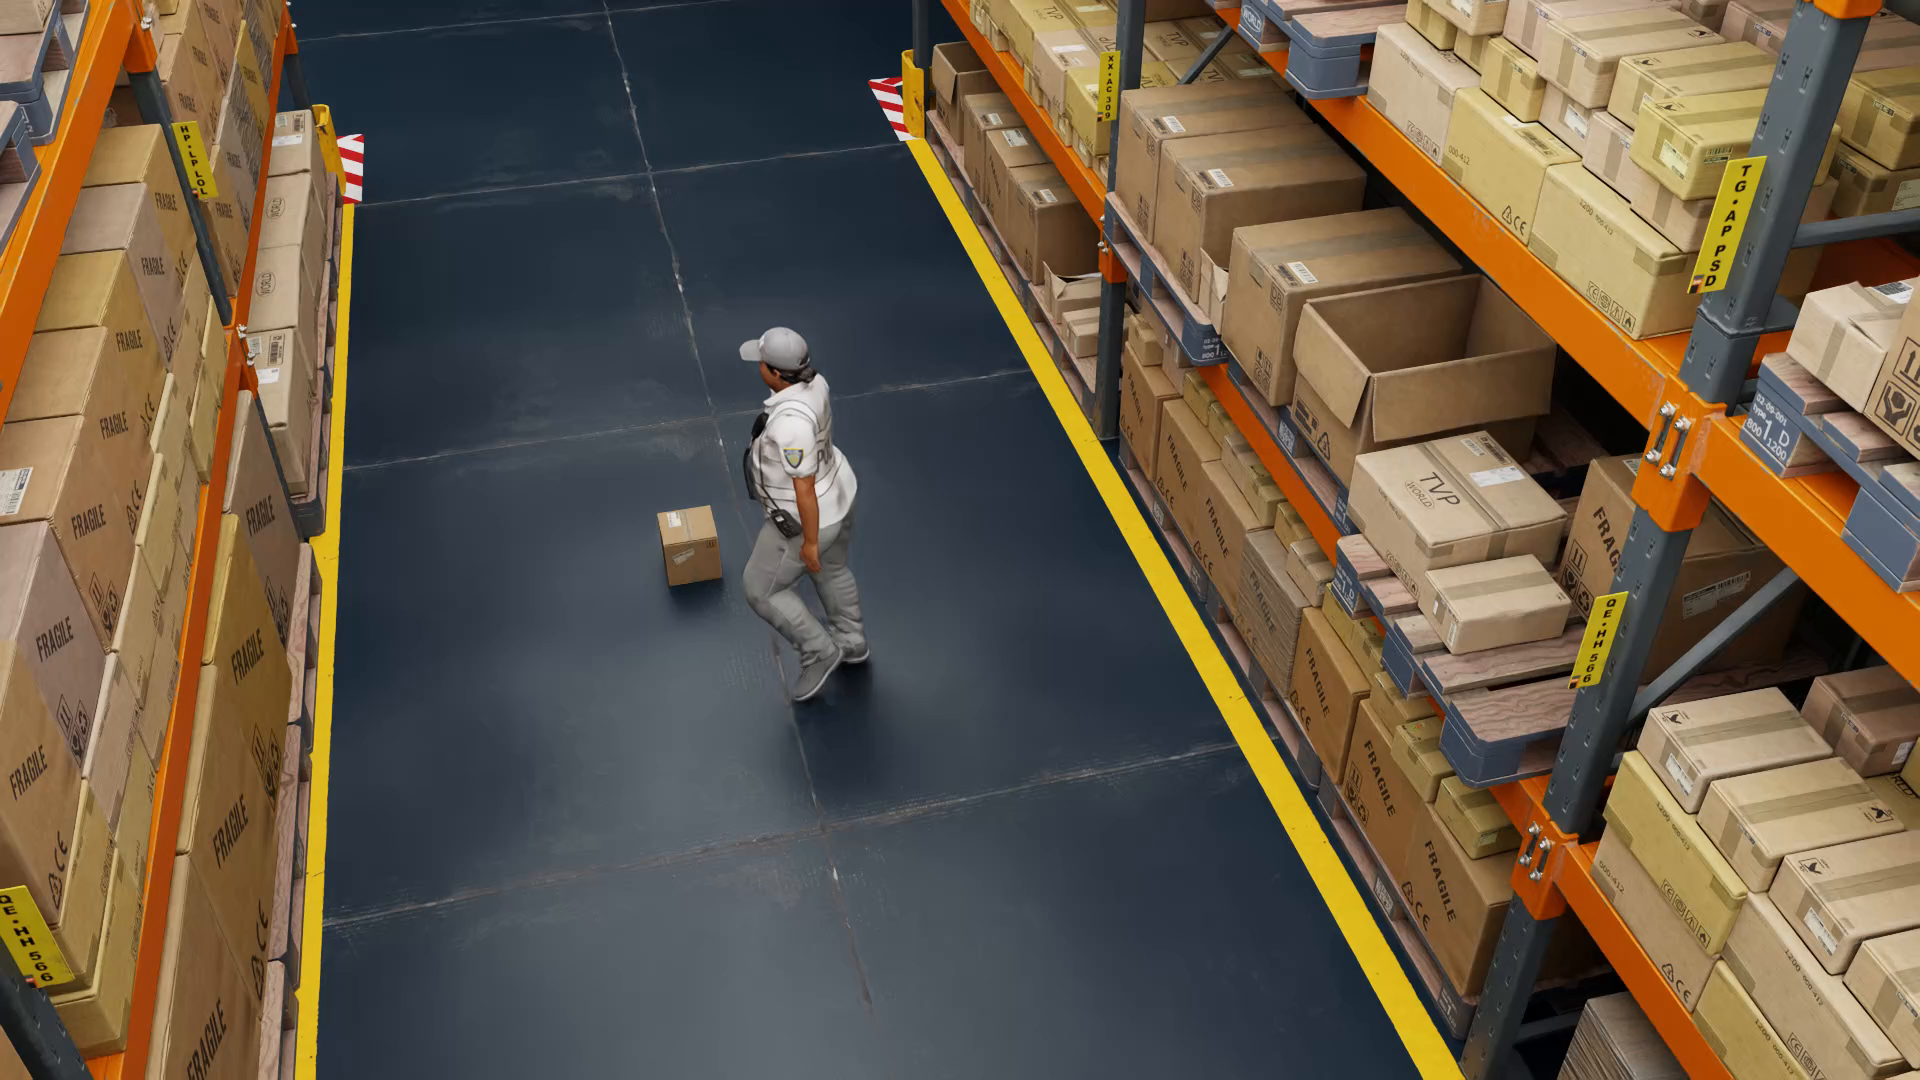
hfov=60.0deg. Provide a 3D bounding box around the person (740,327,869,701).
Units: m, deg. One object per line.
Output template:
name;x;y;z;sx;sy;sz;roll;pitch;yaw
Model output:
person;-0.640;-0.111;6.831;0.469;1.669;0.542;7;39;9
